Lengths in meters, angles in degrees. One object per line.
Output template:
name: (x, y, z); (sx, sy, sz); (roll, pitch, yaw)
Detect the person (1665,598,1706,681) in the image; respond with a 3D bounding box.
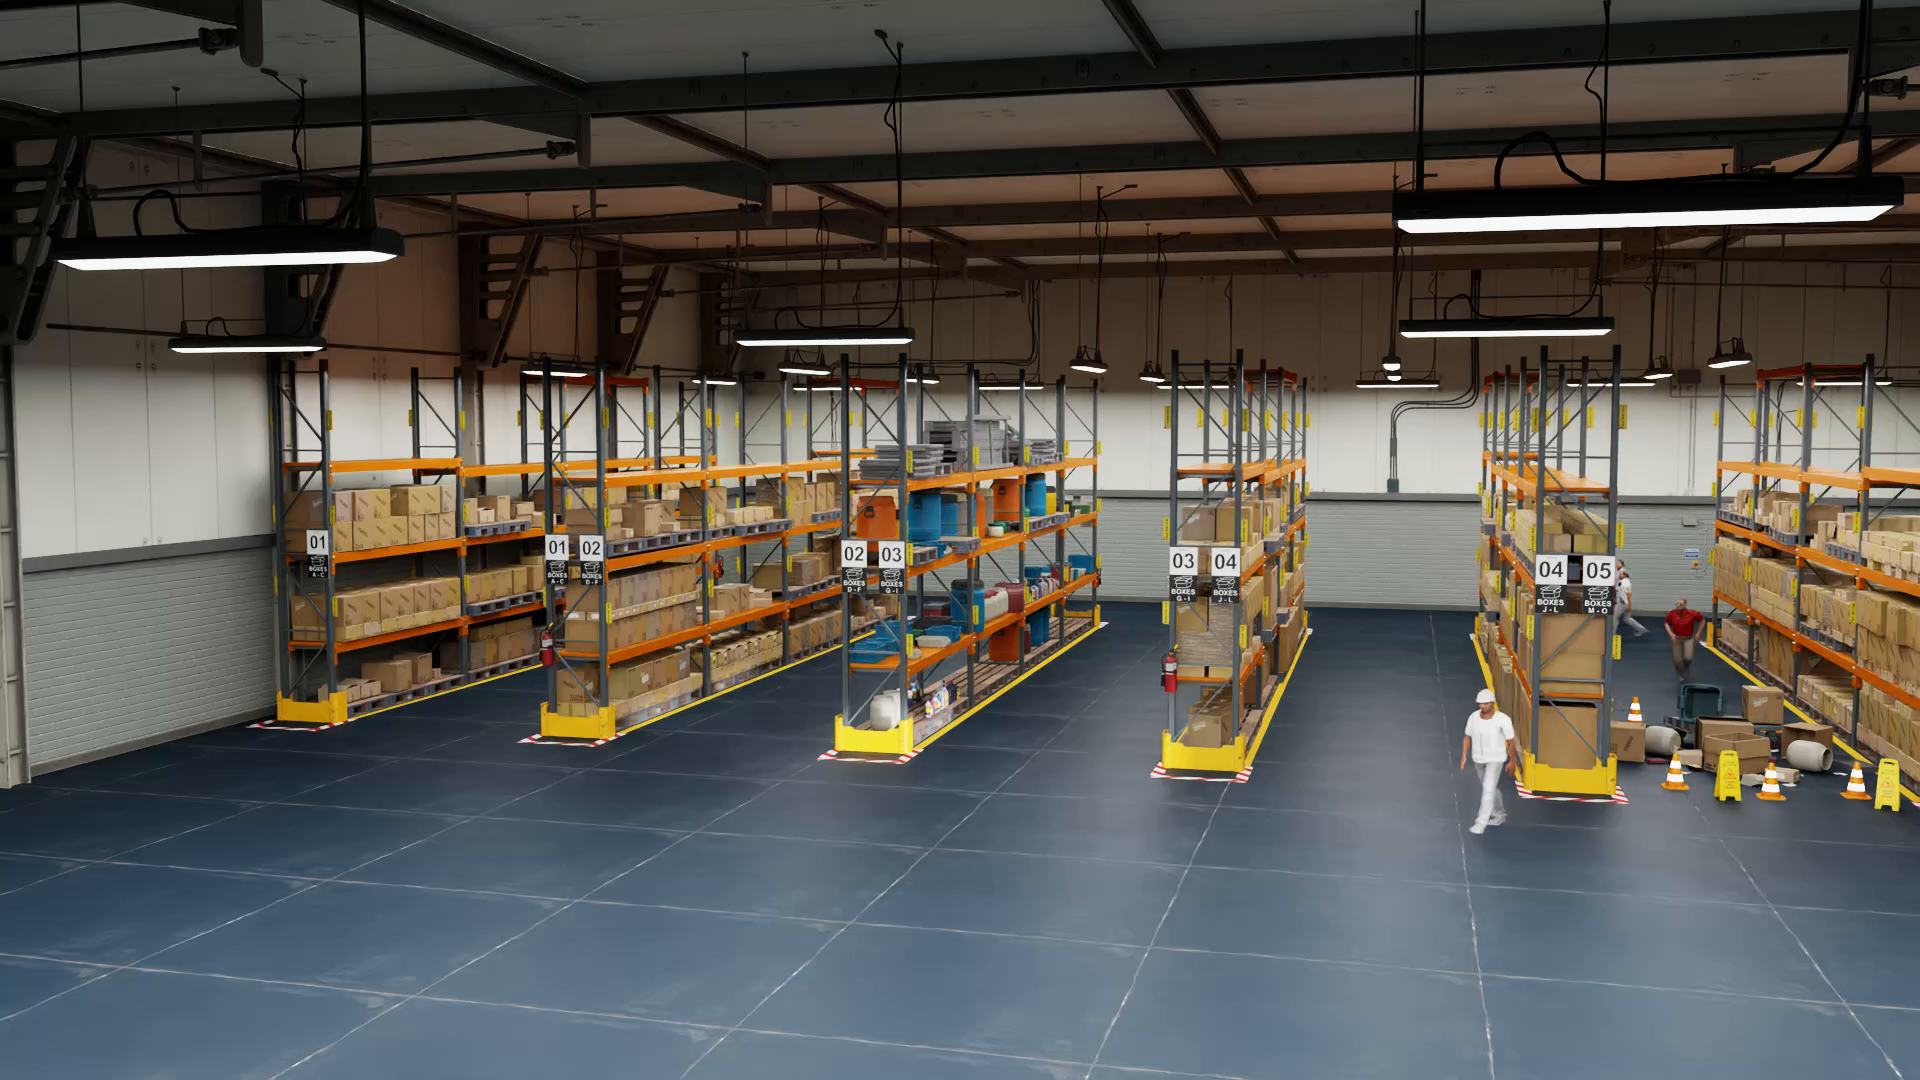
person: (13.834, 1.908, 31.742); (0.716, 1.635, 0.707); (2, 4, 24)

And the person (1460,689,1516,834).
person: (6.356, 2.666, 20.166); (1.029, 1.711, 0.595); (-3, 5, -37)

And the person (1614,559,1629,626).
person: (16.061, 1.270, 40.375); (0.725, 1.621, 0.485); (-1, 4, -17)

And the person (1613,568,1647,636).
person: (15.183, 1.457, 37.941); (0.962, 1.614, 0.483); (2, 4, 21)
